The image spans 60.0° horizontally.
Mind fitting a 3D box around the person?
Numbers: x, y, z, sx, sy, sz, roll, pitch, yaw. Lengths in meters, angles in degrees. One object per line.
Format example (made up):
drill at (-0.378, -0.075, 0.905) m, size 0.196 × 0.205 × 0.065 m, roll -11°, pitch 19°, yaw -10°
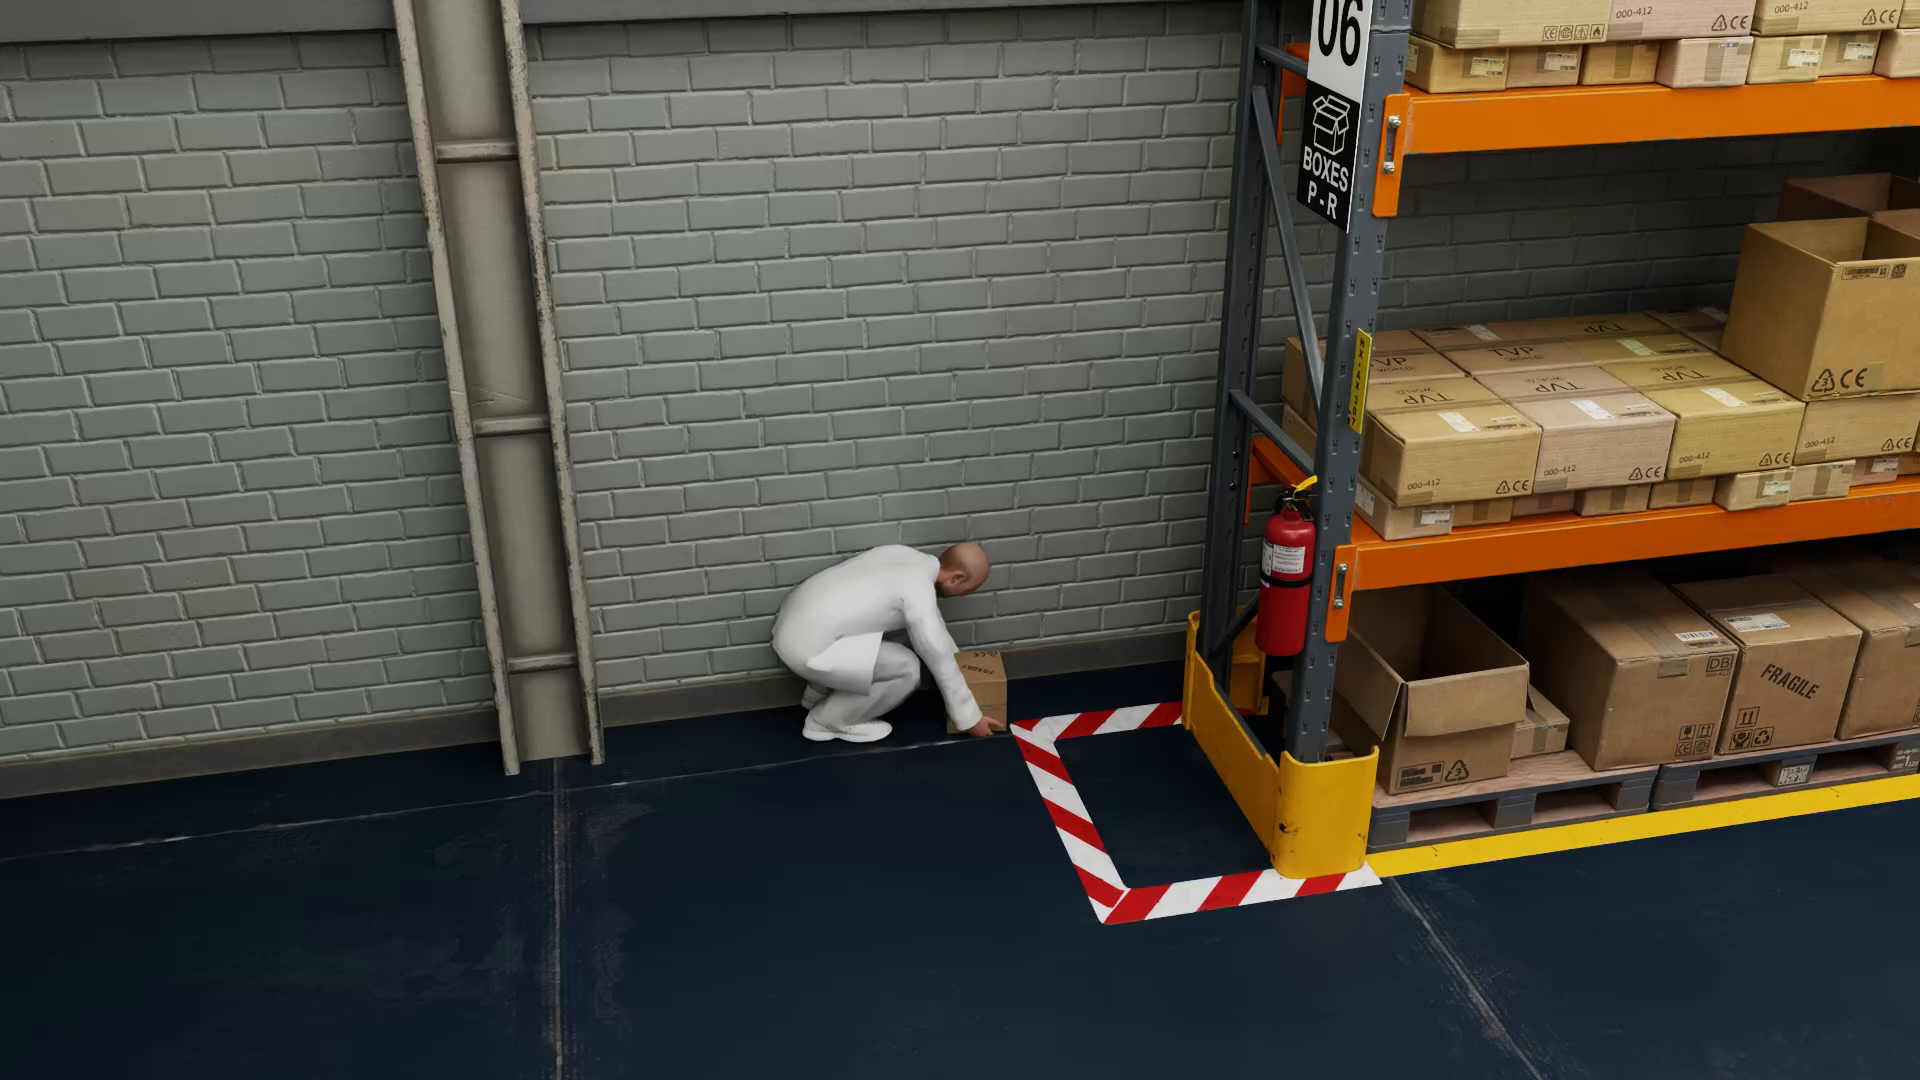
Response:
person at (-0.307, 0.439, 6.951) m, size 0.950 × 0.872 × 0.580 m, roll -3°, pitch 27°, yaw -6°
